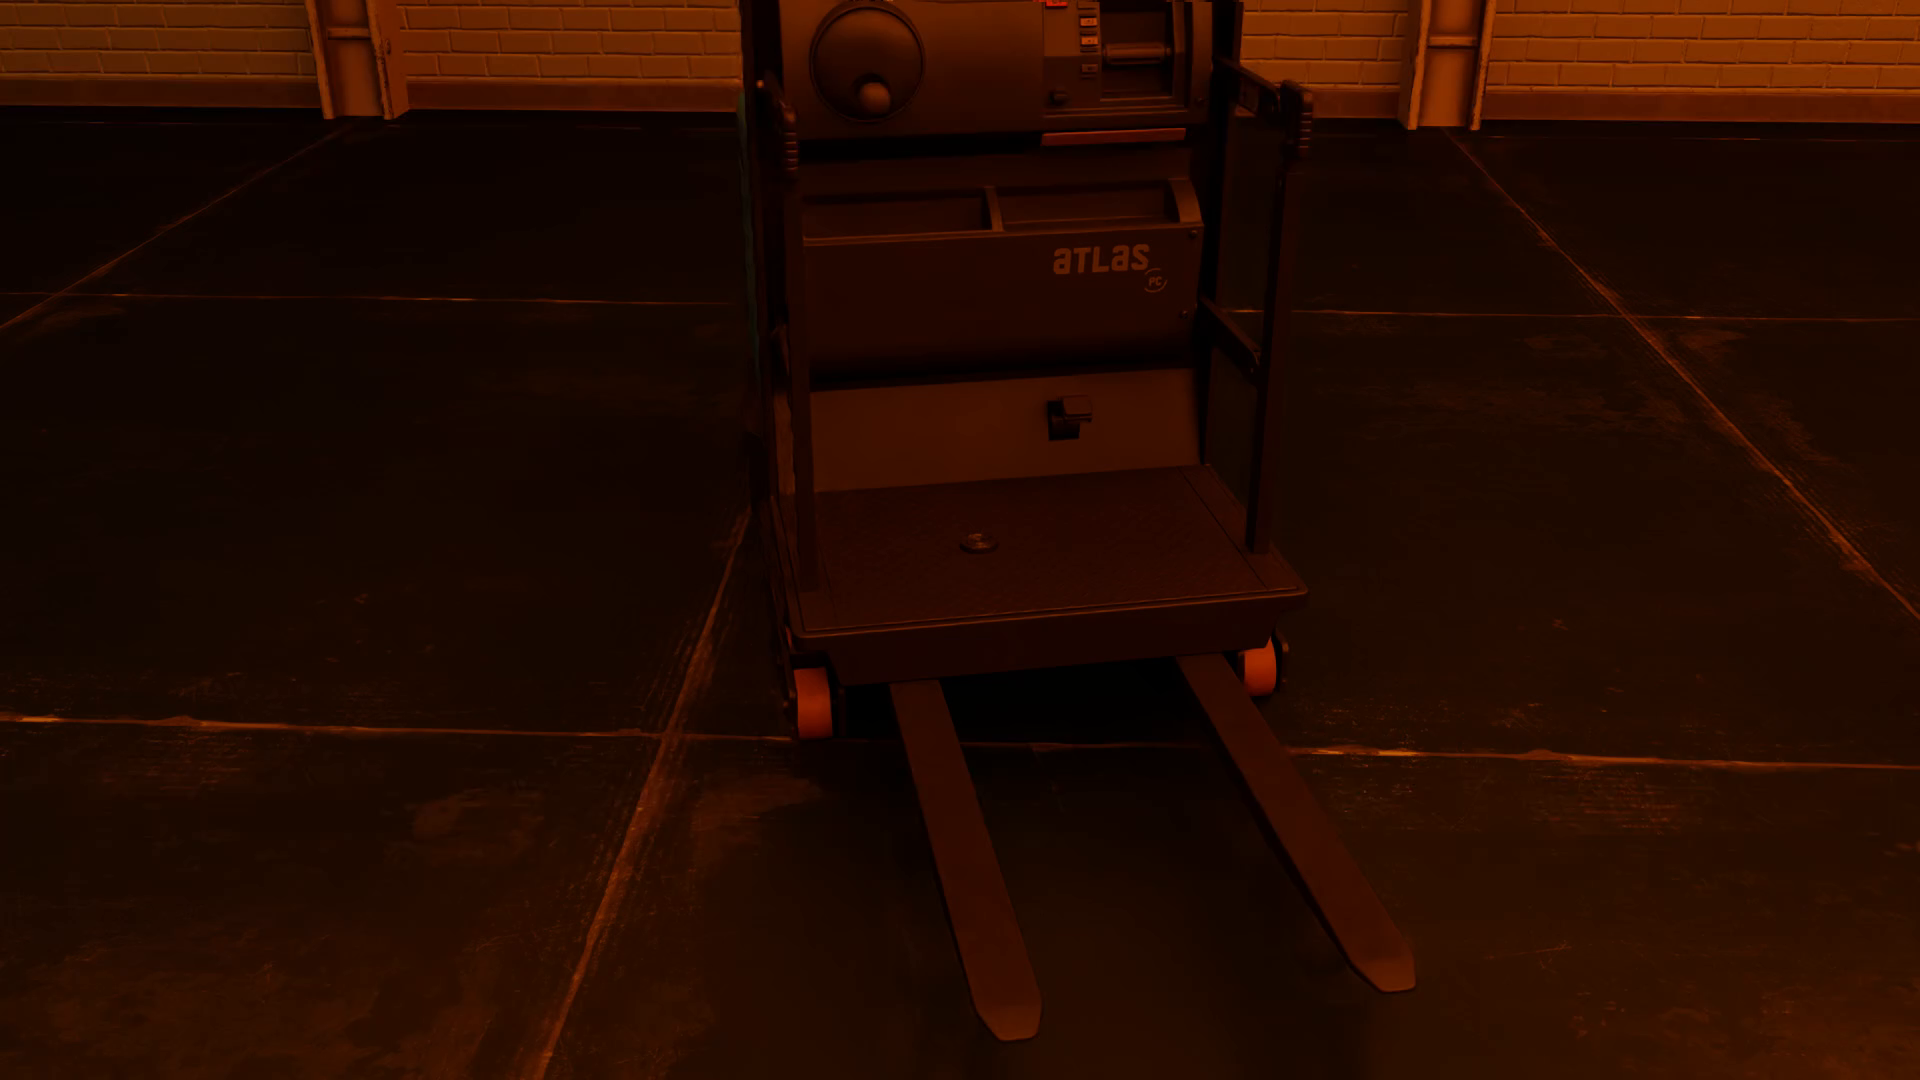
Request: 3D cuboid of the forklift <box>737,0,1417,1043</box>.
[{"bbox_3d":[0.119,-1.048,3.333,1.130,2.935,3.031,-5,27,-9],"label":"forklift"}]
